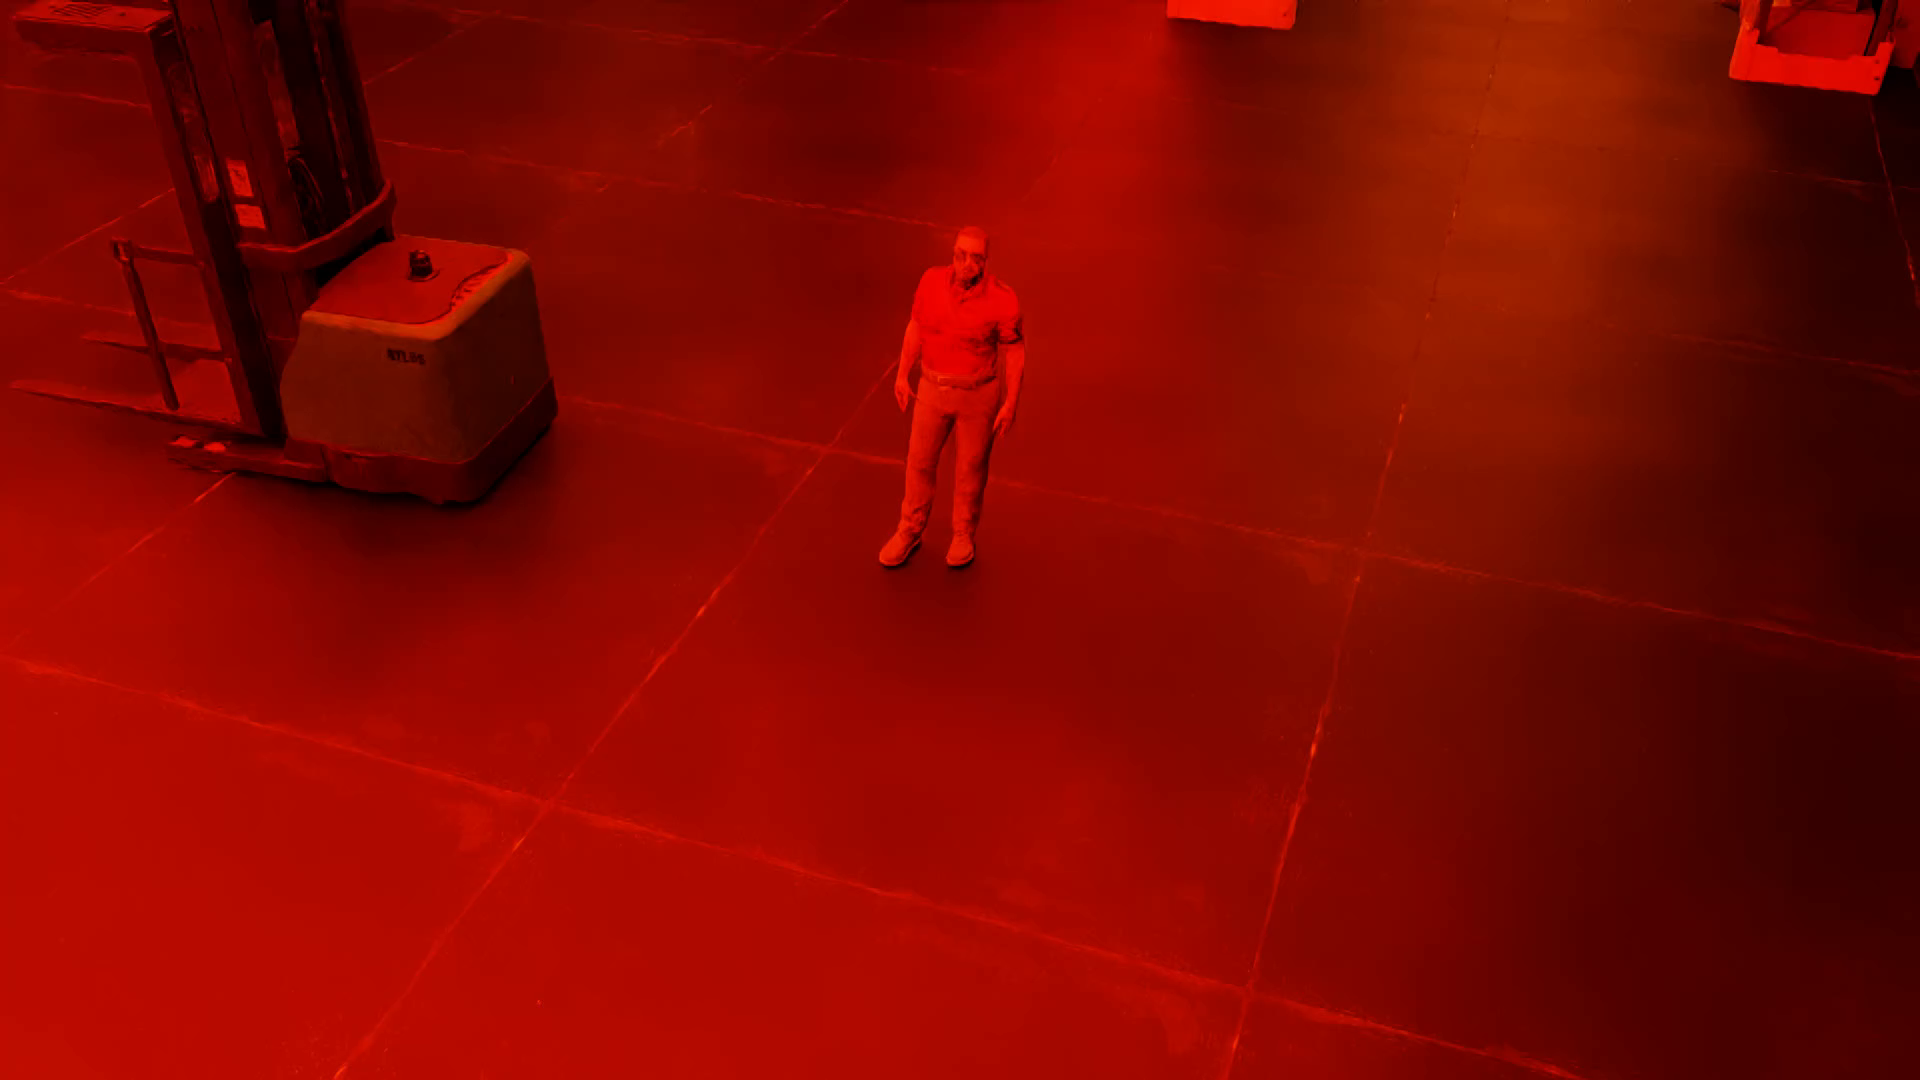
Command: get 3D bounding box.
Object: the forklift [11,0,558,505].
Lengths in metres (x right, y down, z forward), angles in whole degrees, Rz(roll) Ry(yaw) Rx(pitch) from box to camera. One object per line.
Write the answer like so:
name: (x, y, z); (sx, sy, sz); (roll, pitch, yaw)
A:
forklift: (-3.883, -1.851, 8.722); (3.031, 2.935, 1.130); (9, 36, 13)

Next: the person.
person: (-0.041, -0.663, 8.076); (0.640, 1.723, 0.550); (12, 37, 16)
